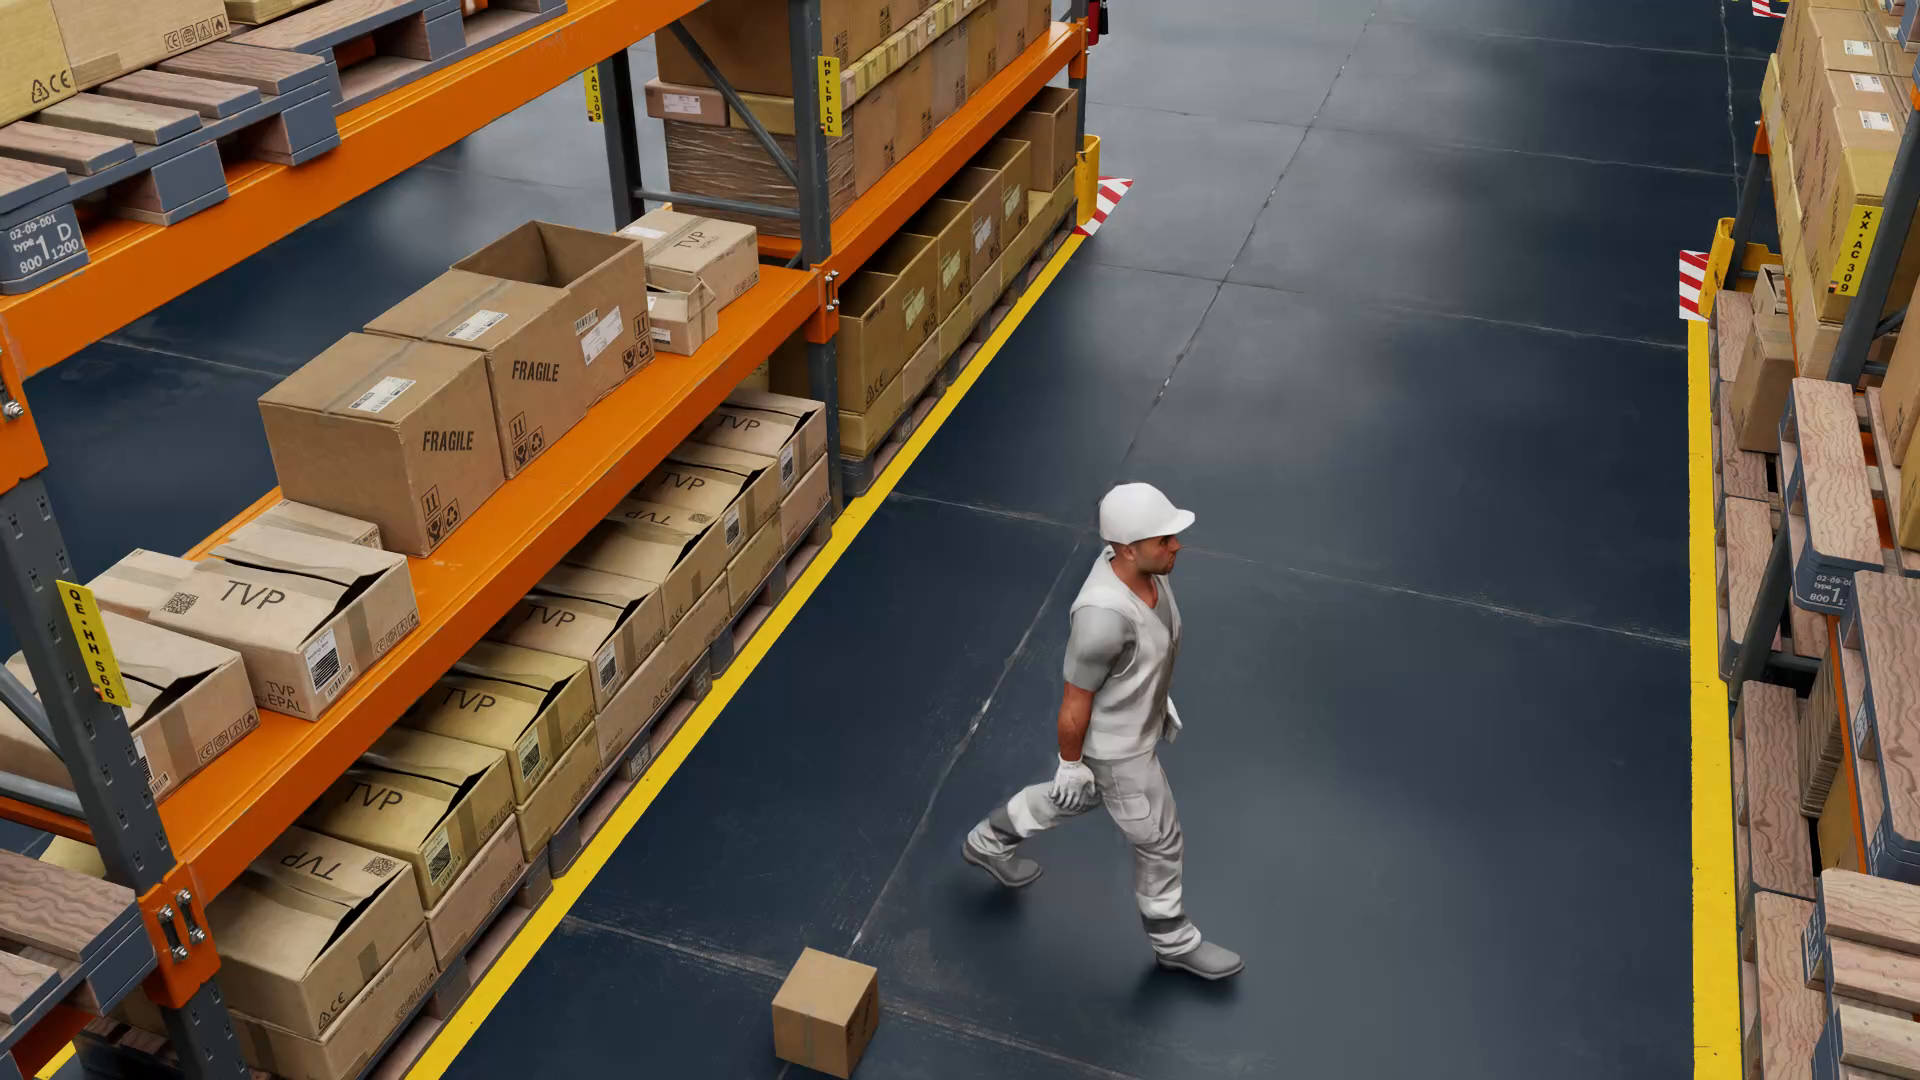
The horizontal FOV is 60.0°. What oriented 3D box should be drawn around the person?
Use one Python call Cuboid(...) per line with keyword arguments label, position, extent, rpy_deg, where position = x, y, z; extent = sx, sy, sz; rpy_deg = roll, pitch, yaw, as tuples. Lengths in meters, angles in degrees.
Cuboid(label="person", position=(0.485, 0.581, 5.222), extent=(0.999, 1.761, 0.537), rpy_deg=(9, 34, 14))
